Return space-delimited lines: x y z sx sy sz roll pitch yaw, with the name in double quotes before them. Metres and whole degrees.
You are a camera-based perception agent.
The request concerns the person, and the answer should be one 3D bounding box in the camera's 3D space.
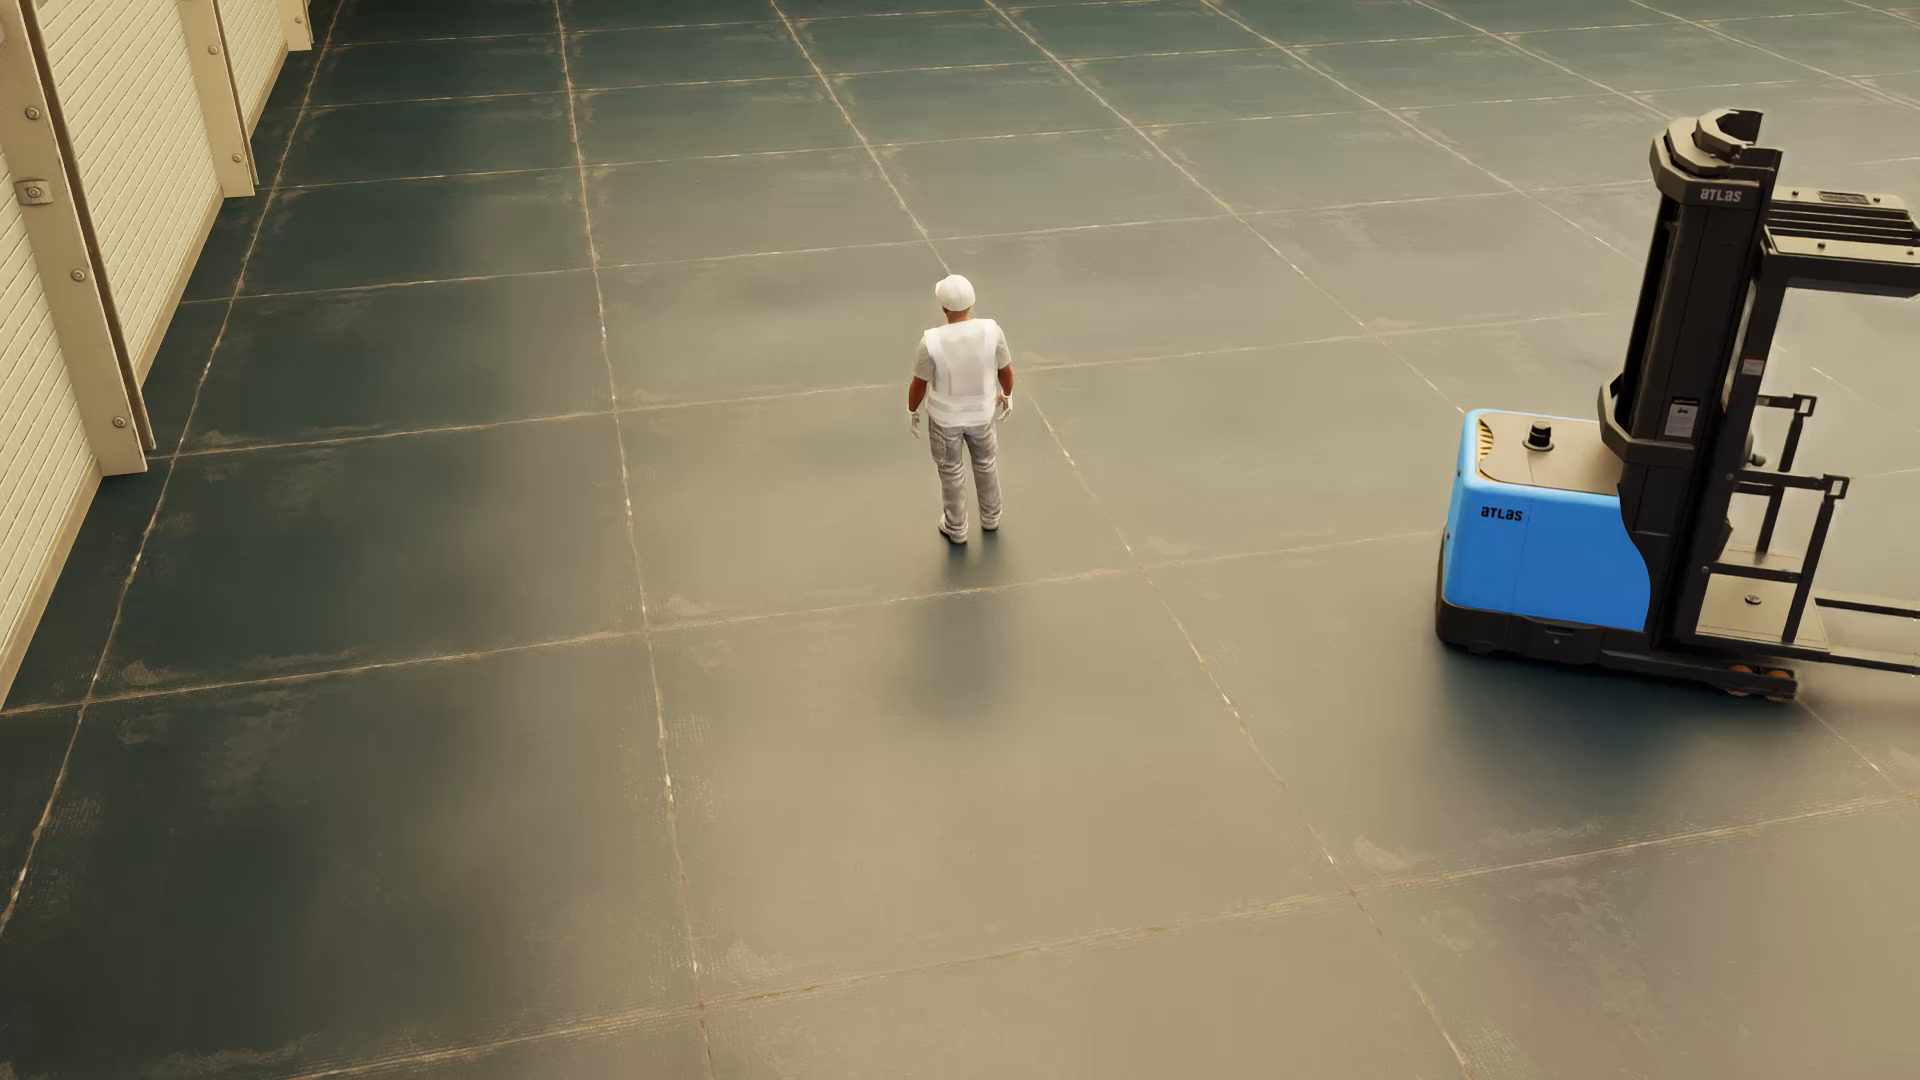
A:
"person" -0.011 -0.819 10.120 0.657 1.785 0.557 -7 31 -12
